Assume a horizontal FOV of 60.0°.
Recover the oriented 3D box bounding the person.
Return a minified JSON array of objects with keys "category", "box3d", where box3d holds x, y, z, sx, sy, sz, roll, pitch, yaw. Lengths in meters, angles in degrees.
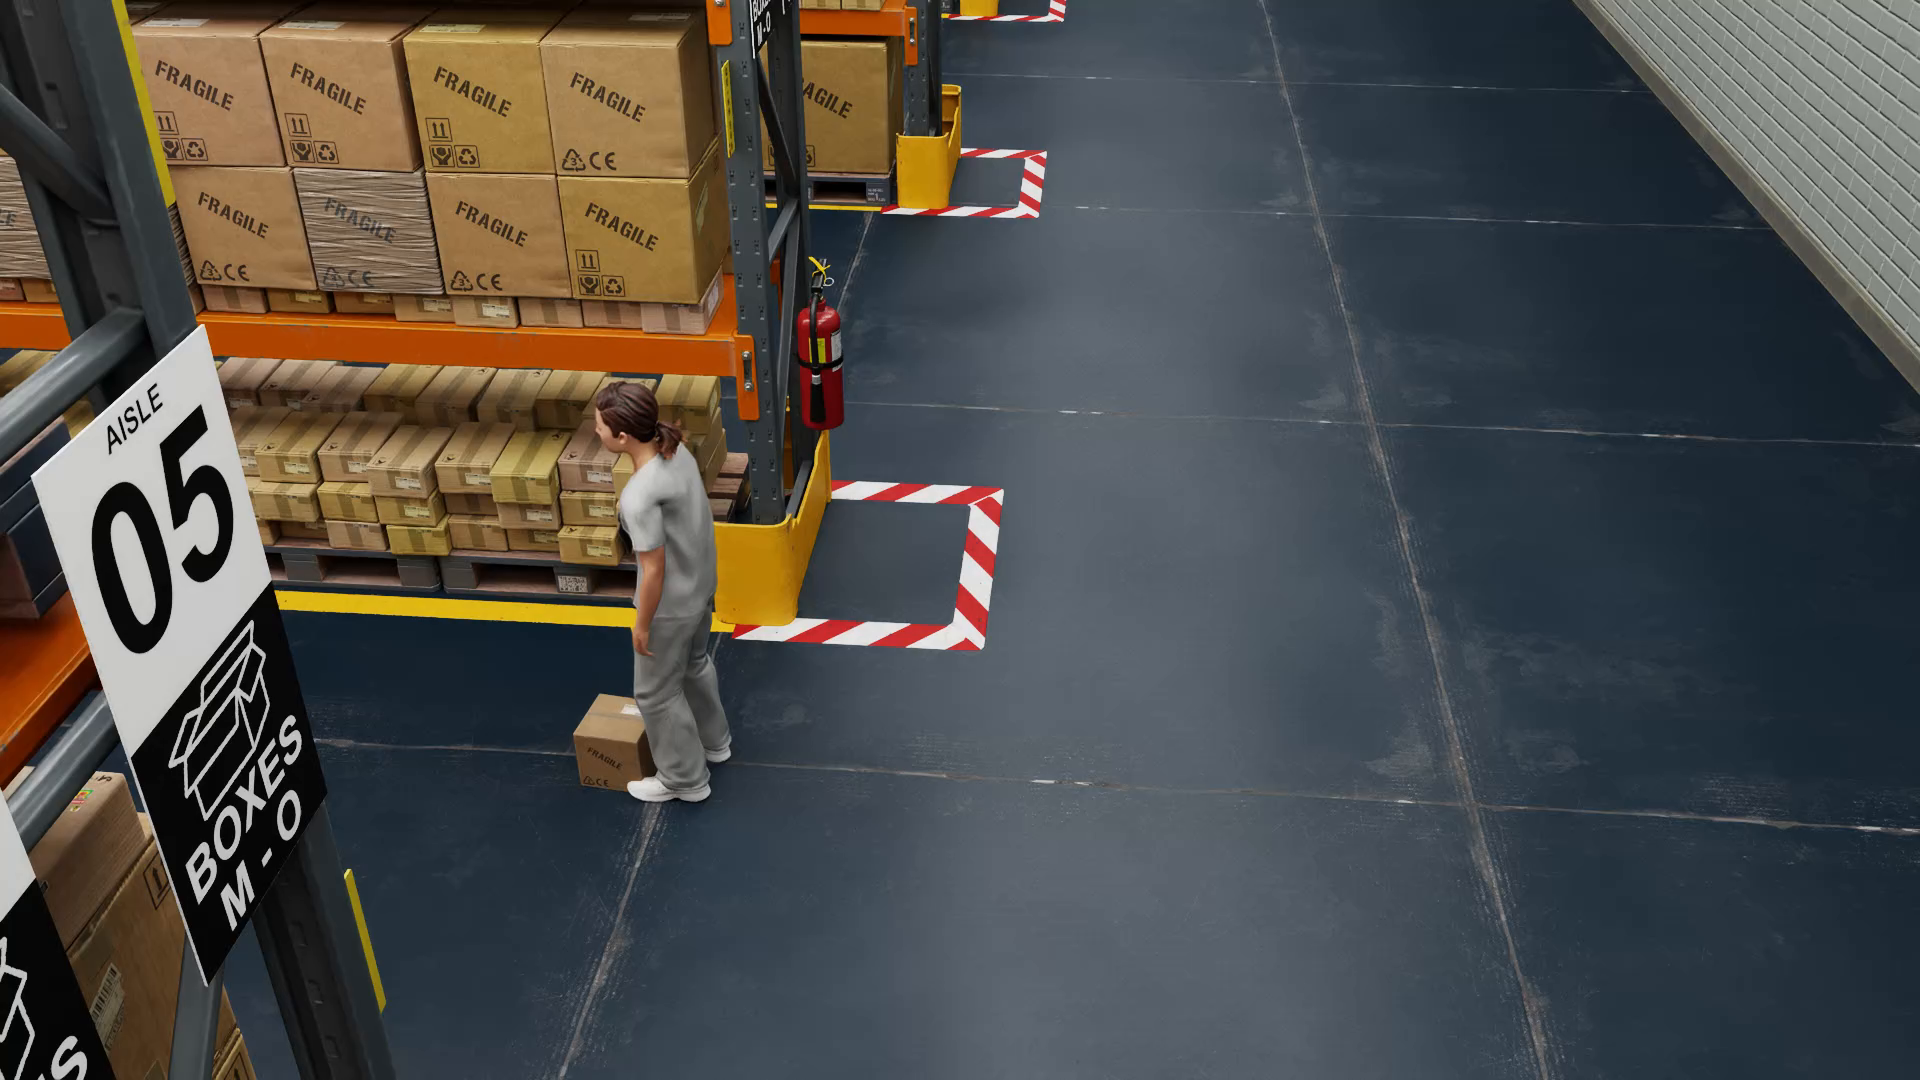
[{"category":"person","box3d":[-1.035,0.191,5.834,0.370,1.671,0.514,5,32,8]}]
